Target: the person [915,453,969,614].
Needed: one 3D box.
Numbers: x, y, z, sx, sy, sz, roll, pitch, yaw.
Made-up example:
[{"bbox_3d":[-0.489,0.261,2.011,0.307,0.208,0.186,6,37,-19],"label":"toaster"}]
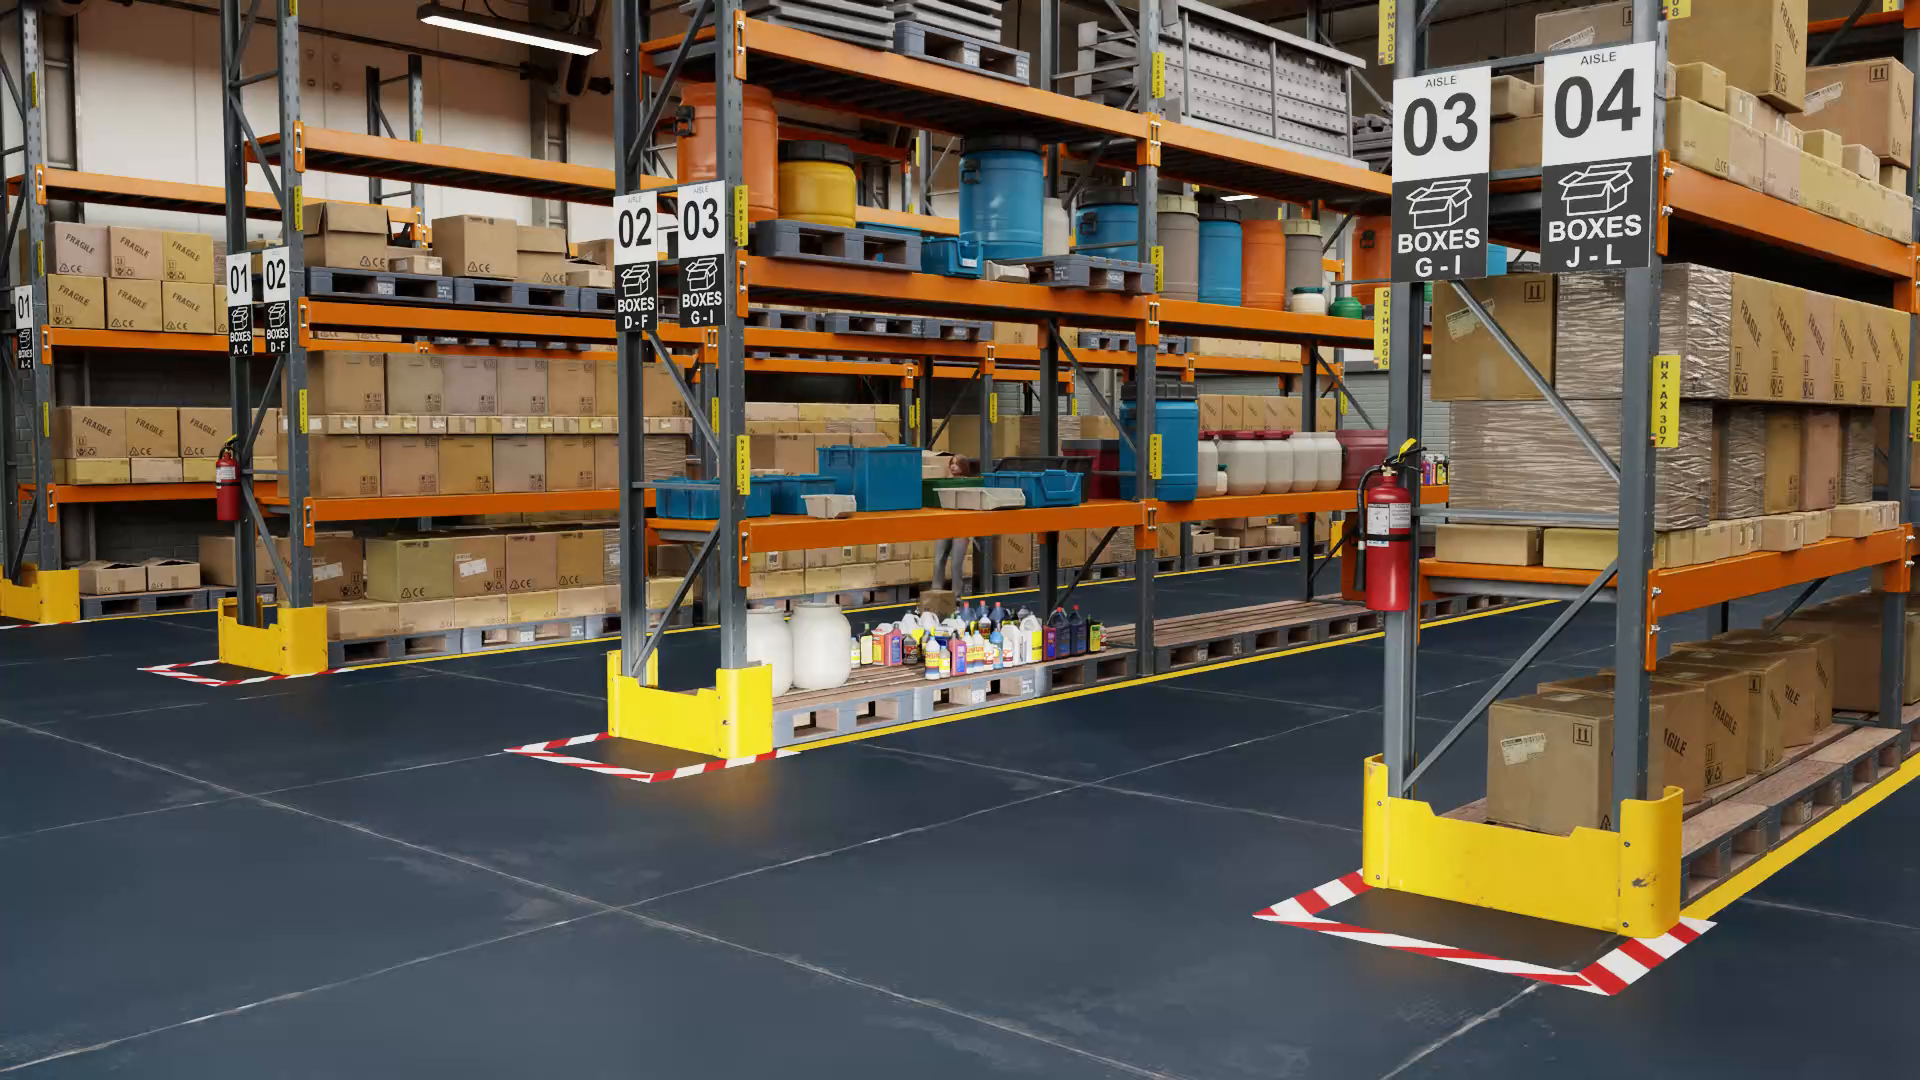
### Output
[{"bbox_3d":[-0.121,-0.057,16.462,0.520,1.596,0.475,3,5,42],"label":"person"}]
